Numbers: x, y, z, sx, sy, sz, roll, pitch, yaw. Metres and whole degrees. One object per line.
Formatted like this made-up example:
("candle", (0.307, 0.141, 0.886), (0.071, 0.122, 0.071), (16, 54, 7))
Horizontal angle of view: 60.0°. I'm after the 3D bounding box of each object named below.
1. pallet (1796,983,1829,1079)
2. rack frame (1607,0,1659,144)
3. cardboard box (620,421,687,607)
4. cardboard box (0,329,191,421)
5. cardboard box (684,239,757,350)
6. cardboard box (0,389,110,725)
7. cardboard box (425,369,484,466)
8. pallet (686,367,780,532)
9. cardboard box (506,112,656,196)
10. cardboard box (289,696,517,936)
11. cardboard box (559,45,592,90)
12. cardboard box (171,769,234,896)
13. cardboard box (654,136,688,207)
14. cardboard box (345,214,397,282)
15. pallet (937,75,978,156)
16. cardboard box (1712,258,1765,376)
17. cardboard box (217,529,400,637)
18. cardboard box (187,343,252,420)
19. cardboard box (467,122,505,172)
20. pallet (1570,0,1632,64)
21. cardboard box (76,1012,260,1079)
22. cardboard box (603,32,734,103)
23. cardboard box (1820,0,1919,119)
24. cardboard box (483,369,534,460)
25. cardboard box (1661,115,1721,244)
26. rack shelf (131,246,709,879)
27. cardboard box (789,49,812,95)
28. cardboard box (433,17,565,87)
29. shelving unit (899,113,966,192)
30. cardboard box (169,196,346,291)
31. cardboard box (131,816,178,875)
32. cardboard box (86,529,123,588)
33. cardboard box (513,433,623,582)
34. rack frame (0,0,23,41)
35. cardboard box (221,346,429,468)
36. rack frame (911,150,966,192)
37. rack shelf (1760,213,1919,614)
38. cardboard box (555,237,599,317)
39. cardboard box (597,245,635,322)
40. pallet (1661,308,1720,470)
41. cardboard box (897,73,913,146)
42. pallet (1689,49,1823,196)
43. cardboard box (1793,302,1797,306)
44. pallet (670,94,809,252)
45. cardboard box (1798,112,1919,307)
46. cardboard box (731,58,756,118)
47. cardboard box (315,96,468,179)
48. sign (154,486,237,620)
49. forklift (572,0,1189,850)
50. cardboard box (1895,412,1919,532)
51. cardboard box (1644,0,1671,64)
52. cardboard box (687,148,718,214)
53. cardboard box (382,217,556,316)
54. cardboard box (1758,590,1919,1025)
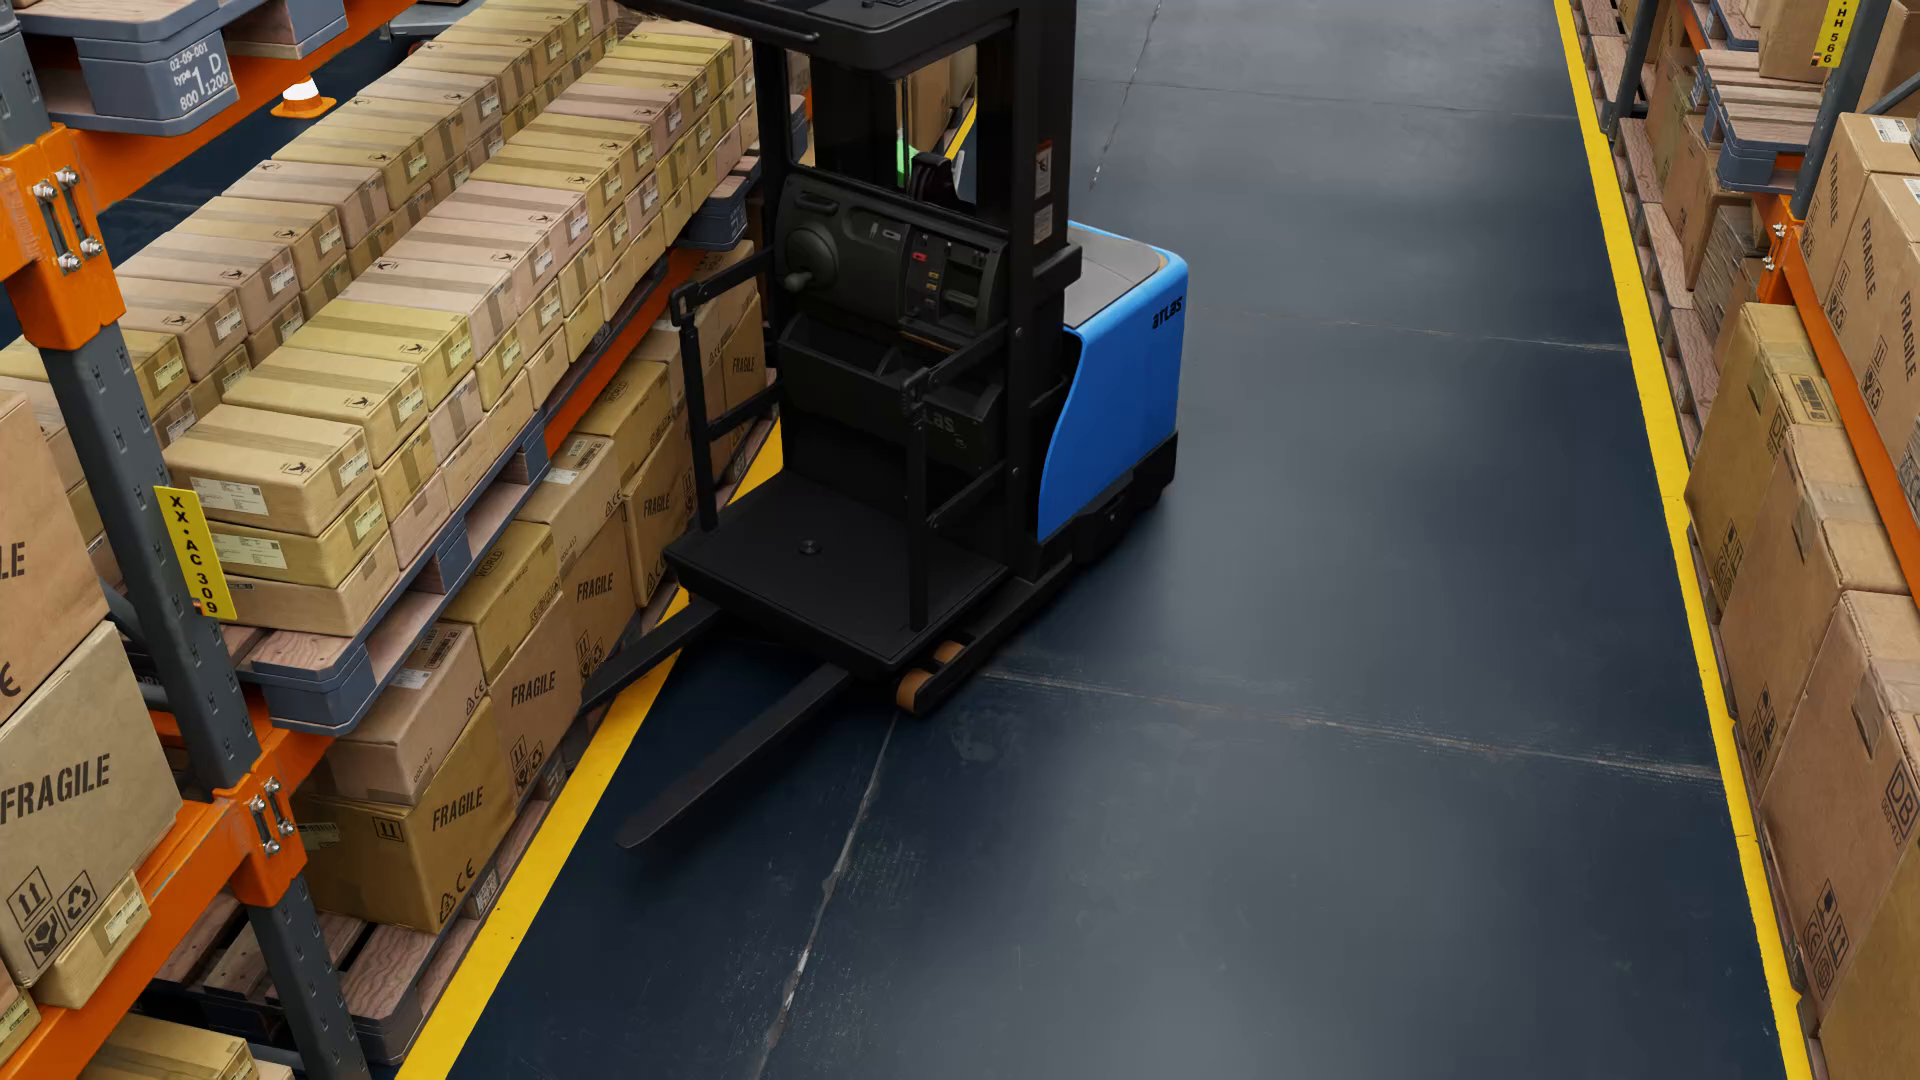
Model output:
("pallet", (2.812, 1.673, 4.261), (1.003, 0.211, 1.213), (7, 37, 10))
("rack frame", (4.430, -3.590, 9.148), (1.000, 3.000, 0.127), (7, 37, 10))
("cardboard box", (-1.345, -0.122, 6.135), (0.500, 0.500, 0.500), (6, 36, 8))
("cardboard box", (-2.151, -0.402, 4.097), (0.380, 0.149, 0.250), (6, 36, 9))
("cardboard box", (-1.138, -1.013, 6.725), (0.500, 0.250, 0.500), (6, 36, 9))
("cardboard box", (-1.939, 0.054, 2.929), (0.500, 0.500, 0.500), (6, 36, 8))
("cardboard box", (-1.461, -0.337, 4.262), (0.380, 0.149, 0.250), (8, 37, 11))
("pallet", (-1.417, -0.400, 7.122), (1.003, 0.211, 1.213), (7, 37, 10))
("cardboard box", (-1.184, -1.206, 5.208), (0.380, 0.149, 0.250), (9, 37, 12))
("cardboard box", (-1.686, 0.768, 4.906), (0.500, 0.500, 0.500), (9, 37, 12))
("cardboard box", (-1.604, -1.758, 6.222), (0.380, 0.149, 0.250), (9, 37, 12))
("cardboard box", (-2.191, 0.703, 4.997), (0.500, 0.500, 0.500), (7, 36, 9))
("cardboard box", (-1.128, -1.235, 5.501), (0.380, 0.149, 0.250), (7, 37, 10))
("cardboard box", (-1.933, -0.881, 5.013), (0.380, 0.149, 0.250), (7, 37, 10))
("pallet", (-0.485, -2.689, 10.280), (1.003, 0.211, 1.213), (7, 37, 10))
("cardboard box", (3.699, -0.850, 7.122), (0.700, 0.500, 0.500), (5, 36, 8))
("cardboard box", (-1.569, 0.080, 3.940), (0.380, 0.149, 0.250), (6, 36, 8))
("cardboard box", (-2.100, -0.418, 4.374), (0.380, 0.149, 0.250), (9, 37, 12))
("cardboard box", (-1.765, -1.317, 5.614), (0.380, 0.149, 0.250), (7, 37, 10))
("pallet", (4.797, -3.552, 11.471), (1.003, 0.211, 1.213), (7, 37, 10))
("cardboard box", (-1.925, 1.296, 3.970), (0.380, 0.149, 0.250), (8, 37, 11))
("cardboard box", (-1.017, -1.654, 5.825), (0.380, 0.149, 0.250), (8, 37, 11))
("cardboard box", (3.652, -1.822, 6.265), (0.500, 0.500, 0.500), (3, 36, 4))
("cardboard box", (-1.404, -0.366, 4.556), (0.380, 0.149, 0.250), (8, 37, 10))
("cardboard box", (4.038, -1.815, 8.454), (0.700, 0.500, 0.500), (4, 36, 6))
("rack shelf", (-1.676, -0.539, 5.550), (1.077, 0.370, 4.000), (7, 37, 10))
("cardboard box", (-0.889, -2.241, 7.200), (0.500, 0.500, 0.500), (8, 37, 10))
("cardboard box", (-1.648, -1.751, 5.959), (0.380, 0.149, 0.250), (7, 37, 10))
("shelving unit", (-0.317, -1.236, 7.404), (0.258, 1.200, 0.503), (-8, 35, -32))
("cardboard box", (-1.982, -0.840, 4.703), (0.380, 0.149, 0.250), (6, 36, 8))
("cardboard box", (-1.935, 0.611, 3.565), (0.380, 0.149, 0.250), (7, 37, 9))
("cardboard box", (-2.211, -0.004, 4.056), (0.380, 0.149, 0.250), (7, 36, 9))
("cardboard box", (-1.462, -0.133, 5.511), (0.500, 0.250, 0.500), (9, 37, 12))
("rack frame", (-2.103, -2.113, 1.997), (1.000, 3.000, 0.127), (7, 37, 10))
("cardboard box", (-1.516, -0.322, 3.987), (0.380, 0.149, 0.250), (8, 37, 11))
("rack frame", (-0.190, -1.113, 7.236), (0.240, 1.200, 0.015), (-8, 35, -32))
("rack shelf", (3.148, 0.141, 4.613), (1.077, 0.370, 4.000), (7, 37, 10))
("cardboard box", (-1.294, -0.793, 4.891), (0.380, 0.149, 0.250), (7, 36, 9))
("cardboard box", (-1.239, -0.813, 5.172), (0.380, 0.149, 0.250), (6, 36, 8))
("pallet", (3.744, -0.616, 7.420), (1.003, 0.211, 1.213), (7, 37, 10))
("cardboard box", (-0.847, -2.075, 8.617), (1.050, 0.750, 0.750), (8, 37, 11))
("pallet", (3.624, -1.641, 6.622), (1.213, 0.211, 1.003), (7, 37, 10))
("cardboard box", (3.689, -1.155, 6.903), (0.500, 0.250, 0.500), (9, 37, 12))
("pallet", (-1.297, -1.477, 6.396), (1.213, 0.211, 1.003), (7, 37, 10))
("cardboard box", (3.206, -1.093, 5.617), (0.500, 0.500, 0.500), (8, 37, 11))
("cardboard box", (-0.965, -1.672, 6.104), (0.380, 0.149, 0.250), (9, 37, 12))
("cardboard box", (-1.816, -1.292, 5.325), (0.380, 0.149, 0.250), (8, 37, 11))
("sign", (-1.571, 0.030, 3.415), (0.100, 0.325, 0.005), (7, 37, 10))
("forklift", (-0.379, -0.892, 5.483), (1.130, 2.935, 3.031), (24, 42, 29))
("cardboard box", (2.883, -0.217, 4.408), (0.500, 0.500, 0.500), (7, 37, 10))
("cardboard box", (4.669, -3.302, 10.522), (0.500, 0.500, 0.500), (19, 40, 24))
("cardboard box", (-1.071, -1.273, 5.806), (0.380, 0.149, 0.250), (7, 36, 9))
("cardboard box", (-1.349, -0.758, 4.589), (0.380, 0.149, 0.250), (7, 37, 10))
("cardboard box", (3.028, 0.805, 4.537), (1.225, 0.875, 0.875), (6, 36, 8))
